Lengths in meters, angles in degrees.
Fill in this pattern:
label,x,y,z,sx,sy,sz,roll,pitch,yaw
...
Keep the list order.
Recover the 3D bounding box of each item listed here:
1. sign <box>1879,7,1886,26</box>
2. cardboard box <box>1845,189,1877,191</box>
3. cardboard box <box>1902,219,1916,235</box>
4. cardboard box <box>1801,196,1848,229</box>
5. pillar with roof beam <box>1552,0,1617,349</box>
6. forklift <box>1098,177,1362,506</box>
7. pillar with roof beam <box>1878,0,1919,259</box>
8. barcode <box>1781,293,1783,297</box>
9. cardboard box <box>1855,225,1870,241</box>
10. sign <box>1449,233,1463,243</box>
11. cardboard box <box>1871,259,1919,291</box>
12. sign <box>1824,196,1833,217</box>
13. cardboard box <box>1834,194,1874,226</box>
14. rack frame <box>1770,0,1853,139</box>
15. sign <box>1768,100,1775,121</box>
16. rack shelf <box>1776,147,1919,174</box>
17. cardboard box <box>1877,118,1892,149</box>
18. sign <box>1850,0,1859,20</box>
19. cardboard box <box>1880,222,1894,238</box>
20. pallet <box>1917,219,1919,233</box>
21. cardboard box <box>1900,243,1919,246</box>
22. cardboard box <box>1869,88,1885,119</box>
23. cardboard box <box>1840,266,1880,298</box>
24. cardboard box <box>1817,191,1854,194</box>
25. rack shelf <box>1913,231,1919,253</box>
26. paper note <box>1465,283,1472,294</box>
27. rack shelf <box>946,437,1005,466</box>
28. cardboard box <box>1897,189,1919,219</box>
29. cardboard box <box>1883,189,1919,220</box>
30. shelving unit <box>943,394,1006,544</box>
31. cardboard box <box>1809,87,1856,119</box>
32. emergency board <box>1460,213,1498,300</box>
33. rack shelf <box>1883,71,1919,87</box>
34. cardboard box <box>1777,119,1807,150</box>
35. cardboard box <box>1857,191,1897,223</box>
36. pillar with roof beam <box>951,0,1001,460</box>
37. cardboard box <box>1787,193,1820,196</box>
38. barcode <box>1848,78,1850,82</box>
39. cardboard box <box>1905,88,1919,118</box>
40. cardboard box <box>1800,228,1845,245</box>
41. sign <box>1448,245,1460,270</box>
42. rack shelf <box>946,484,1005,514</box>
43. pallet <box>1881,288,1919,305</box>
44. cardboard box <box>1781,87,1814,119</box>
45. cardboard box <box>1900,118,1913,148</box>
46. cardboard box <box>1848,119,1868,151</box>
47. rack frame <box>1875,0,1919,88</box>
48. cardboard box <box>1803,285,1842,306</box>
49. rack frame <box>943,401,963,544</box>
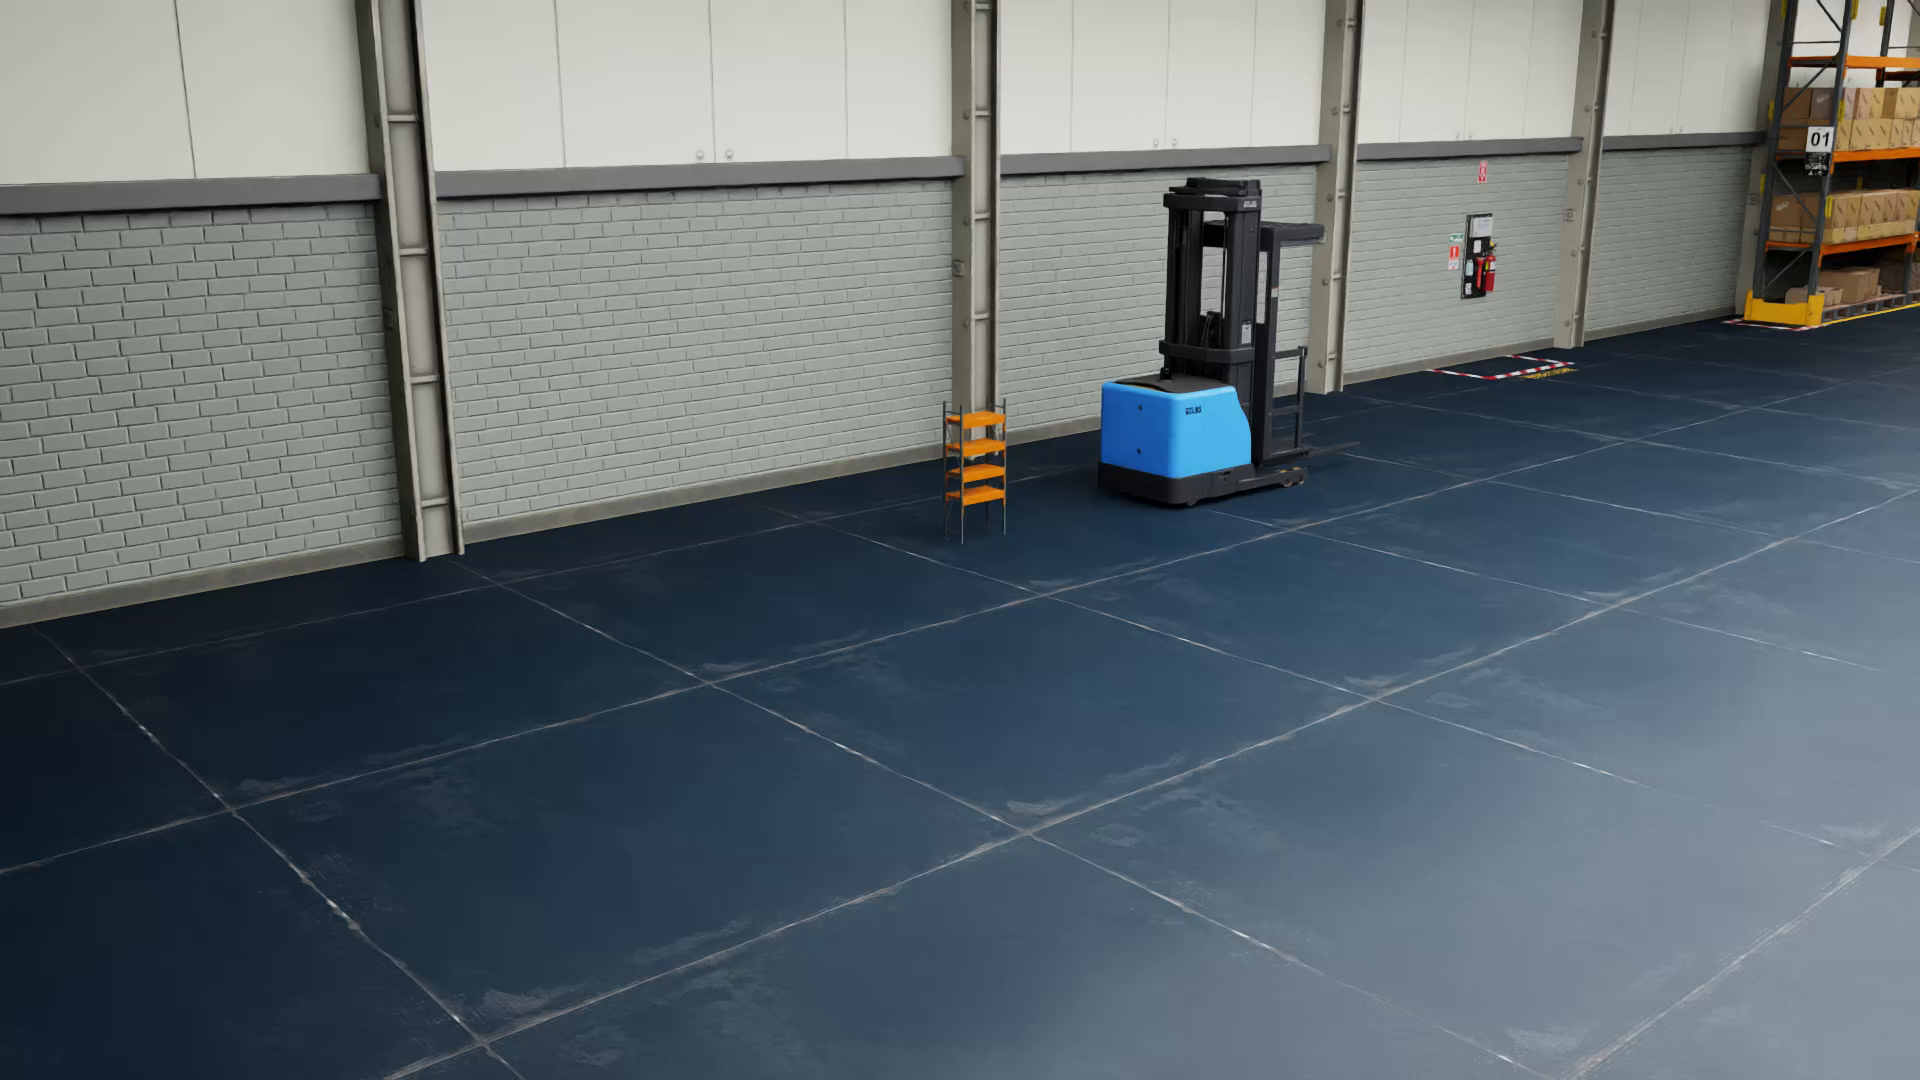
label,x,y,z,sx,sy,sz,roll,pitch,yaw
sign,16.429,-9.323,29.597,0.005,0.325,0.100,-13,19,-39
cardboard box,15.913,-5.963,29.560,0.500,0.500,0.500,-13,20,-40
cardboard box,16.639,-5.587,29.607,0.500,0.250,0.500,-13,19,-39
cardboard box,14.338,-5.434,27.579,0.500,0.500,0.500,-13,19,-39
pillar with roof beam,12.040,-6.443,20.932,0.400,9.000,9.100,-13,19,-39
forklift,2.773,-2.021,16.136,3.031,2.935,1.130,-12,19,-39
pillar with roof beam,21.093,-8.475,28.543,0.400,9.000,9.100,-13,19,-39
barcode,14.112,-4.210,28.540,0.075,0.075,0.001,-13,19,-39
cardboard box,15.127,-5.246,28.328,0.500,0.250,0.500,-13,20,-40
sign,6.849,-4.170,22.952,0.331,0.109,0.001,-13,19,-39
cardboard box,17.342,-4.922,30.856,0.500,0.500,0.700,-12,19,-38
sign,14.136,-5.424,27.068,0.005,0.325,0.100,-13,19,-39
cardboard box,15.111,-5.602,28.208,0.500,0.500,0.500,-13,20,-41
rack frame,13.780,-8.010,26.801,0.127,3.000,1.000,-13,19,-39
sign,13.431,-7.100,27.491,0.005,0.325,0.100,-13,19,-39
rack shelf,15.289,-6.552,28.549,4.000,0.370,1.077,-13,19,-39
cardboard box,15.404,-6.895,28.204,0.500,0.500,0.500,-11,19,-36
sign,14.136,-8.394,26.274,0.005,0.325,0.100,-13,19,-39
cardboard box,15.889,-5.416,28.967,0.500,0.250,0.500,-13,20,-40
pallet,17.470,-5.798,30.515,1.213,0.211,1.003,-13,19,-39
cardboard box,18.062,-5.449,31.374,0.500,0.250,0.500,-13,20,-41
cardboard box,15.021,-7.284,27.725,0.500,0.500,0.500,-12,19,-38
cardboard box,16.041,-4.611,29.690,0.500,0.500,0.500,14,21,43
cardboard box,15.149,-5.790,28.911,0.500,0.500,0.500,-12,19,-39
rack shelf,18.306,-5.781,31.473,4.000,0.370,1.077,-13,19,-39
paper note,7.146,-3.529,23.356,0.142,0.148,0.016,-13,19,-39
rack shelf,0.125,-0.759,14.160,0.480,0.148,0.258,-13,19,-39
cardboard box,17.204,-6.130,30.340,0.500,0.500,0.700,-13,19,-39
cardboard box,16.644,-5.949,29.506,0.500,0.500,0.500,-13,20,-39
shelving unit,0.125,-0.608,14.200,0.503,1.200,0.258,-13,19,-39
cardboard box,14.230,-7.120,27.111,0.500,0.500,0.500,14,21,43
emergency board,7.325,-3.971,23.305,0.643,1.169,0.194,-13,19,-39
rack shelf,18.306,-8.486,30.750,4.000,0.370,1.077,-13,19,-39
cardboard box,13.929,-6.739,27.621,0.500,0.500,0.500,-11,18,-35
cardboard box,15.884,-5.780,28.874,0.500,0.500,0.500,-13,20,-41
pillar with roof beam,2.987,-4.410,13.322,0.400,9.000,9.100,-13,19,-39
cardboard box,14.382,-5.616,28.261,0.500,0.500,0.500,-12,19,-39
barcode,15.467,-8.005,28.911,0.075,0.075,0.001,-13,19,-39
cardboard box,16.189,-7.547,28.707,0.500,0.500,0.500,-11,19,-36
cardboard box,14.357,-5.070,27.670,0.500,0.250,0.500,-13,20,-41
sign,6.840,-3.915,23.024,0.234,0.329,0.001,-13,19,-39
rack shelf,0.125,-0.351,14.269,0.480,0.148,0.258,-13,19,-39
pallet,17.384,-4.574,30.966,1.213,0.211,1.003,-13,19,-39
cardboard box,13.934,-7.226,27.507,0.500,0.500,0.500,-12,19,-37
cardboard box,16.189,-7.080,28.897,0.500,0.500,0.500,14,20,42
cardboard box,14.625,-6.711,27.517,0.500,0.500,0.500,-11,19,-36
rack frame,16.798,-8.688,29.337,0.127,3.000,1.000,-13,19,-39
cardboard box,14.791,-4.222,28.600,0.500,0.311,0.500,-11,18,-35
rack frame,-0.059,-0.566,14.045,0.015,1.200,0.240,-13,19,-39
